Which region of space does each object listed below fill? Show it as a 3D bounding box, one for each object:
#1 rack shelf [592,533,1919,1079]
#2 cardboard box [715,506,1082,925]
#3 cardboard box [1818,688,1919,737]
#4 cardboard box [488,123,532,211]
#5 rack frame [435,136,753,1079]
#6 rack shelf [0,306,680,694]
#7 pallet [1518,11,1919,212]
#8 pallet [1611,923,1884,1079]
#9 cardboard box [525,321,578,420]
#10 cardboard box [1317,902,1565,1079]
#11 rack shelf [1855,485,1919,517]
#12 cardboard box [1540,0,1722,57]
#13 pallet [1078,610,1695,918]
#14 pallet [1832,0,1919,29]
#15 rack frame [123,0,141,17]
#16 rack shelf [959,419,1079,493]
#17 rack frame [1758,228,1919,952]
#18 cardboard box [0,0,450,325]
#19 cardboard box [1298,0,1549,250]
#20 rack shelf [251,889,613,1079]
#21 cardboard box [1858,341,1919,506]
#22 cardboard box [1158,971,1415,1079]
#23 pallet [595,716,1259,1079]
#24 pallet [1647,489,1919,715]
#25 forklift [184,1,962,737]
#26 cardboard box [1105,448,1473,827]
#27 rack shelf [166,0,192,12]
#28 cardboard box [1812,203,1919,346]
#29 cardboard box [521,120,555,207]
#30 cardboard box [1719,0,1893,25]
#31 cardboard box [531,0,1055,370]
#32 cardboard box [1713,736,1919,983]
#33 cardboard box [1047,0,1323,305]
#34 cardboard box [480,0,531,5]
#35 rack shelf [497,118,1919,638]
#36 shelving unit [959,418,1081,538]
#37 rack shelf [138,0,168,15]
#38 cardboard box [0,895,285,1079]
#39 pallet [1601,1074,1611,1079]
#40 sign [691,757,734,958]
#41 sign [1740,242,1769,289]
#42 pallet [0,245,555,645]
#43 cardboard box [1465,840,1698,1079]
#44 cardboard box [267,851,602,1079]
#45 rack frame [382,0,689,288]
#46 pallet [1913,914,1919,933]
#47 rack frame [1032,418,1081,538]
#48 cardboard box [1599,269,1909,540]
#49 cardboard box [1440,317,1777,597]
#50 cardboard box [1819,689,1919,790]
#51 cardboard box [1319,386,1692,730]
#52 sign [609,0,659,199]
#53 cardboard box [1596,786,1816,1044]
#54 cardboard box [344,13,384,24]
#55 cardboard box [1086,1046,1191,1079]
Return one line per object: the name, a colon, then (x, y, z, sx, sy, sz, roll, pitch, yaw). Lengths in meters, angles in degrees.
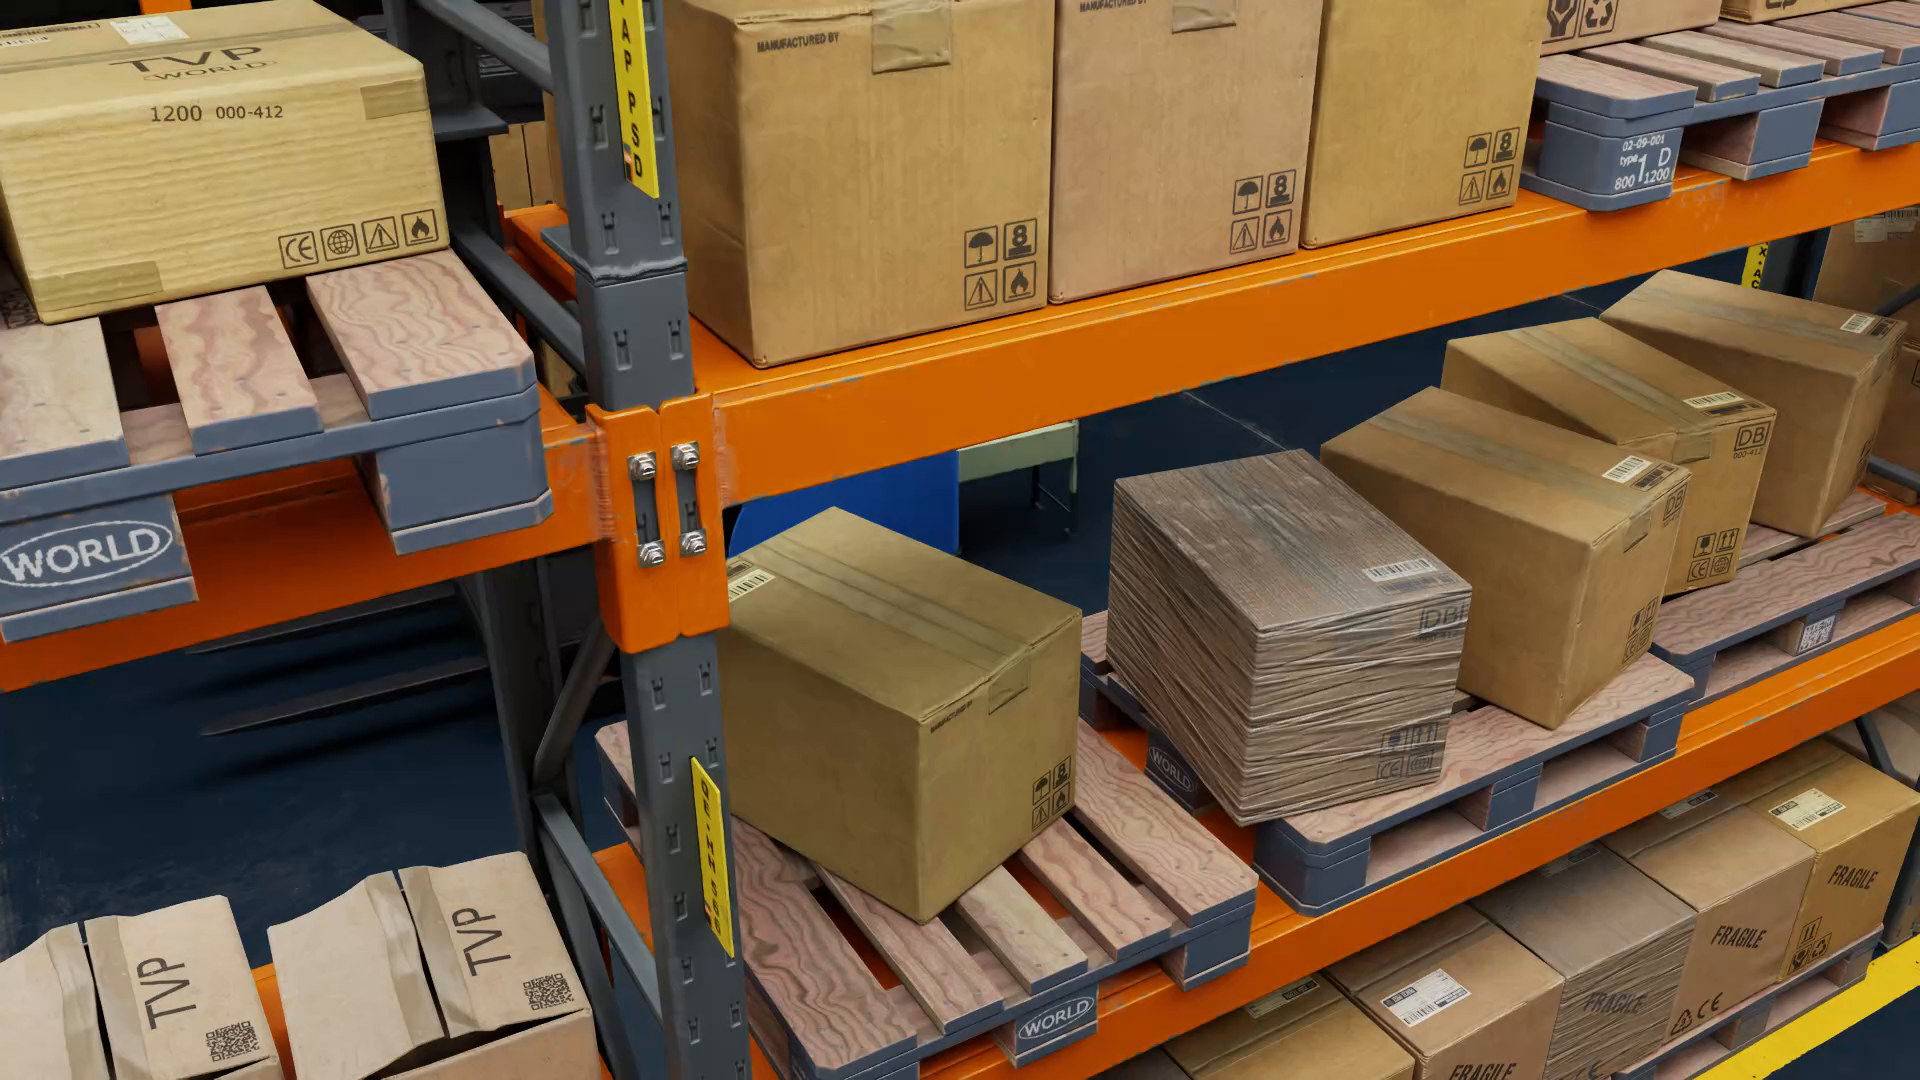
rack shelf: (1.060, 0.593, 4.315, 4.000, 0.370, 1.077, -16, 33, -26)
cardboard box: (-0.178, 0.339, 3.493, 0.700, 0.500, 0.500, 22, 36, 34)
cardboard box: (3.132, 0.433, 5.993, 0.500, 0.500, 0.500, -16, 33, -26)
cardboard box: (-2.172, -1.614, 7.139, 0.500, 0.500, 0.500, -15, 32, -25)
rack frame: (-0.664, 0.768, 3.254, 0.127, 3.000, 1.000, -16, 33, -26)
rack shelf: (-2.388, 0.259, 1.816, 4.000, 0.370, 1.077, -16, 33, -26)
pallet: (1.294, -1.057, 3.651, 1.003, 0.211, 1.213, -16, 33, -26)
pallet: (2.103, 1.224, 5.313, 1.213, 0.211, 1.003, -16, 33, -26)
cardboard box: (-1.718, -0.875, 8.021, 0.750, 0.750, 0.750, -16, 33, -27)
cardboard box: (1.204, 1.296, 4.429, 0.500, 0.500, 0.500, -17, 33, -28)
rack shelf: (4.509, -0.386, 6.090, 4.000, 0.370, 1.077, -16, 33, -26)
cardboard box: (1.165, -1.376, 3.393, 0.600, 0.600, 0.600, -17, 33, -28)
pallet: (1.010, 0.374, 4.167, 1.213, 0.211, 1.003, -16, 33, -26)
pallet: (2.187, -1.312, 4.113, 1.003, 0.211, 1.213, -16, 33, -26)
rack frame: (-3.177, -1.295, 6.992, 0.127, 3.000, 1.000, -16, 33, -26)
rack shelf: (0.120, -0.389, 7.578, 0.720, 0.370, 0.431, -14, 32, -23)
rack frame: (2.785, -0.211, 5.029, 0.127, 3.000, 1.000, -16, 33, -26)
cardboard box: (-1.027, -0.529, 2.221, 0.500, 0.250, 0.500, -19, 34, -30)
cardboard box: (0.583, -0.962, 3.181, 0.500, 0.500, 0.910, -16, 33, -26)
rack shelf: (-2.388, 1.572, 2.541, 4.000, 0.370, 1.077, -16, 33, -26)
cardboard box: (3.086, -0.484, 5.420, 0.500, 0.500, 0.500, -15, 32, -26)
cardboard box: (0.757, 1.426, 4.193, 0.500, 0.500, 0.500, -16, 33, -27)
pallet: (-0.115, 0.657, 3.654, 1.003, 0.211, 1.213, -16, 33, -26)
pallet: (2.040, 0.023, 4.803, 1.213, 0.211, 1.003, -16, 33, -26)
forklift: (-1.543, -0.853, 6.262, 3.031, 2.935, 1.130, -14, 32, -23)
cardboard box: (0.707, 0.195, 3.755, 0.500, 0.500, 0.700, -10, 30, -17)
rack shelf: (-1.452, -2.783, 7.328, 4.000, 0.370, 1.077, -16, 33, -26)
cardboard box: (3.090, -0.925, 5.183, 0.500, 0.500, 0.500, -16, 33, -26)
cardboard box: (-1.744, -1.735, 7.358, 0.500, 0.500, 0.500, -16, 33, -27)
cardboard box: (1.748, -1.530, 3.673, 0.600, 0.600, 0.600, -16, 33, -27)
cardboard box: (-0.305, -0.710, 2.724, 0.500, 0.500, 0.910, -16, 33, -26)
cardboard box: (2.504, 0.931, 5.091, 0.500, 0.500, 0.500, -16, 33, -27)
cardboard box: (0.135, -0.835, 2.951, 0.500, 0.500, 0.910, -16, 33, -26)
cardboard box: (-2.025, -2.275, 7.559, 0.500, 0.250, 0.500, -17, 33, -28)
rack shelf: (1.060, -0.720, 3.591, 4.000, 0.370, 1.077, -16, 33, -26)
shelving unit: (0.120, -0.675, 7.420, 0.755, 1.500, 0.431, -14, 32, -23)
rack shelf: (-4.901, -1.804, 5.554, 4.000, 0.370, 1.077, -16, 33, -26)
cardboard box: (-1.533, 0.945, 3.025, 0.500, 0.311, 0.500, -16, 33, -27)
pallet: (1.050, 1.525, 4.768, 1.213, 0.211, 1.003, -16, 33, -26)
sign: (-0.380, 0.491, 2.557, 0.005, 0.325, 0.100, -16, 33, -26)
sign: (2.503, -0.815, 5.226, 0.005, 0.325, 0.100, -16, 33, -26)
pallet: (-1.204, -0.260, 2.207, 1.003, 0.211, 1.213, -14, 32, -24)
cardboard box: (1.641, 1.171, 4.656, 0.500, 0.500, 0.500, -15, 32, -26)
cardboard box: (-1.000, 0.878, 3.148, 0.500, 0.311, 0.500, -14, 32, -23)
rack frame: (-0.664, -1.859, 1.805, 0.127, 3.000, 1.000, -16, 33, -26)
pallet: (3.377, 0.842, 6.006, 1.213, 0.211, 1.003, -16, 33, -26)
rack frame: (0.447, -0.754, 7.564, 0.023, 1.500, 0.400, -14, 32, -23)
cardboard box: (2.263, -0.416, 4.862, 0.700, 0.500, 0.500, 22, 36, 34)
cardboard box: (1.702, -0.222, 4.509, 0.500, 0.500, 0.700, -11, 31, -19)
cardboard box: (3.256, 0.761, 5.595, 0.500, 0.311, 0.500, -16, 33, -26)
cardboard box: (1.293, 0.019, 4.073, 0.700, 0.500, 0.500, 26, 38, 38)
sign: (-0.390, -0.573, 1.963, 0.005, 0.325, 0.100, -16, 33, -26)
cardboard box: (2.074, 1.048, 4.878, 0.500, 0.500, 0.500, -16, 33, -26)
cardboard box: (-2.469, -2.150, 7.334, 0.500, 0.250, 0.500, -17, 33, -28)
cardboard box: (0.322, 1.547, 3.975, 0.500, 0.500, 0.500, -17, 33, -28)
